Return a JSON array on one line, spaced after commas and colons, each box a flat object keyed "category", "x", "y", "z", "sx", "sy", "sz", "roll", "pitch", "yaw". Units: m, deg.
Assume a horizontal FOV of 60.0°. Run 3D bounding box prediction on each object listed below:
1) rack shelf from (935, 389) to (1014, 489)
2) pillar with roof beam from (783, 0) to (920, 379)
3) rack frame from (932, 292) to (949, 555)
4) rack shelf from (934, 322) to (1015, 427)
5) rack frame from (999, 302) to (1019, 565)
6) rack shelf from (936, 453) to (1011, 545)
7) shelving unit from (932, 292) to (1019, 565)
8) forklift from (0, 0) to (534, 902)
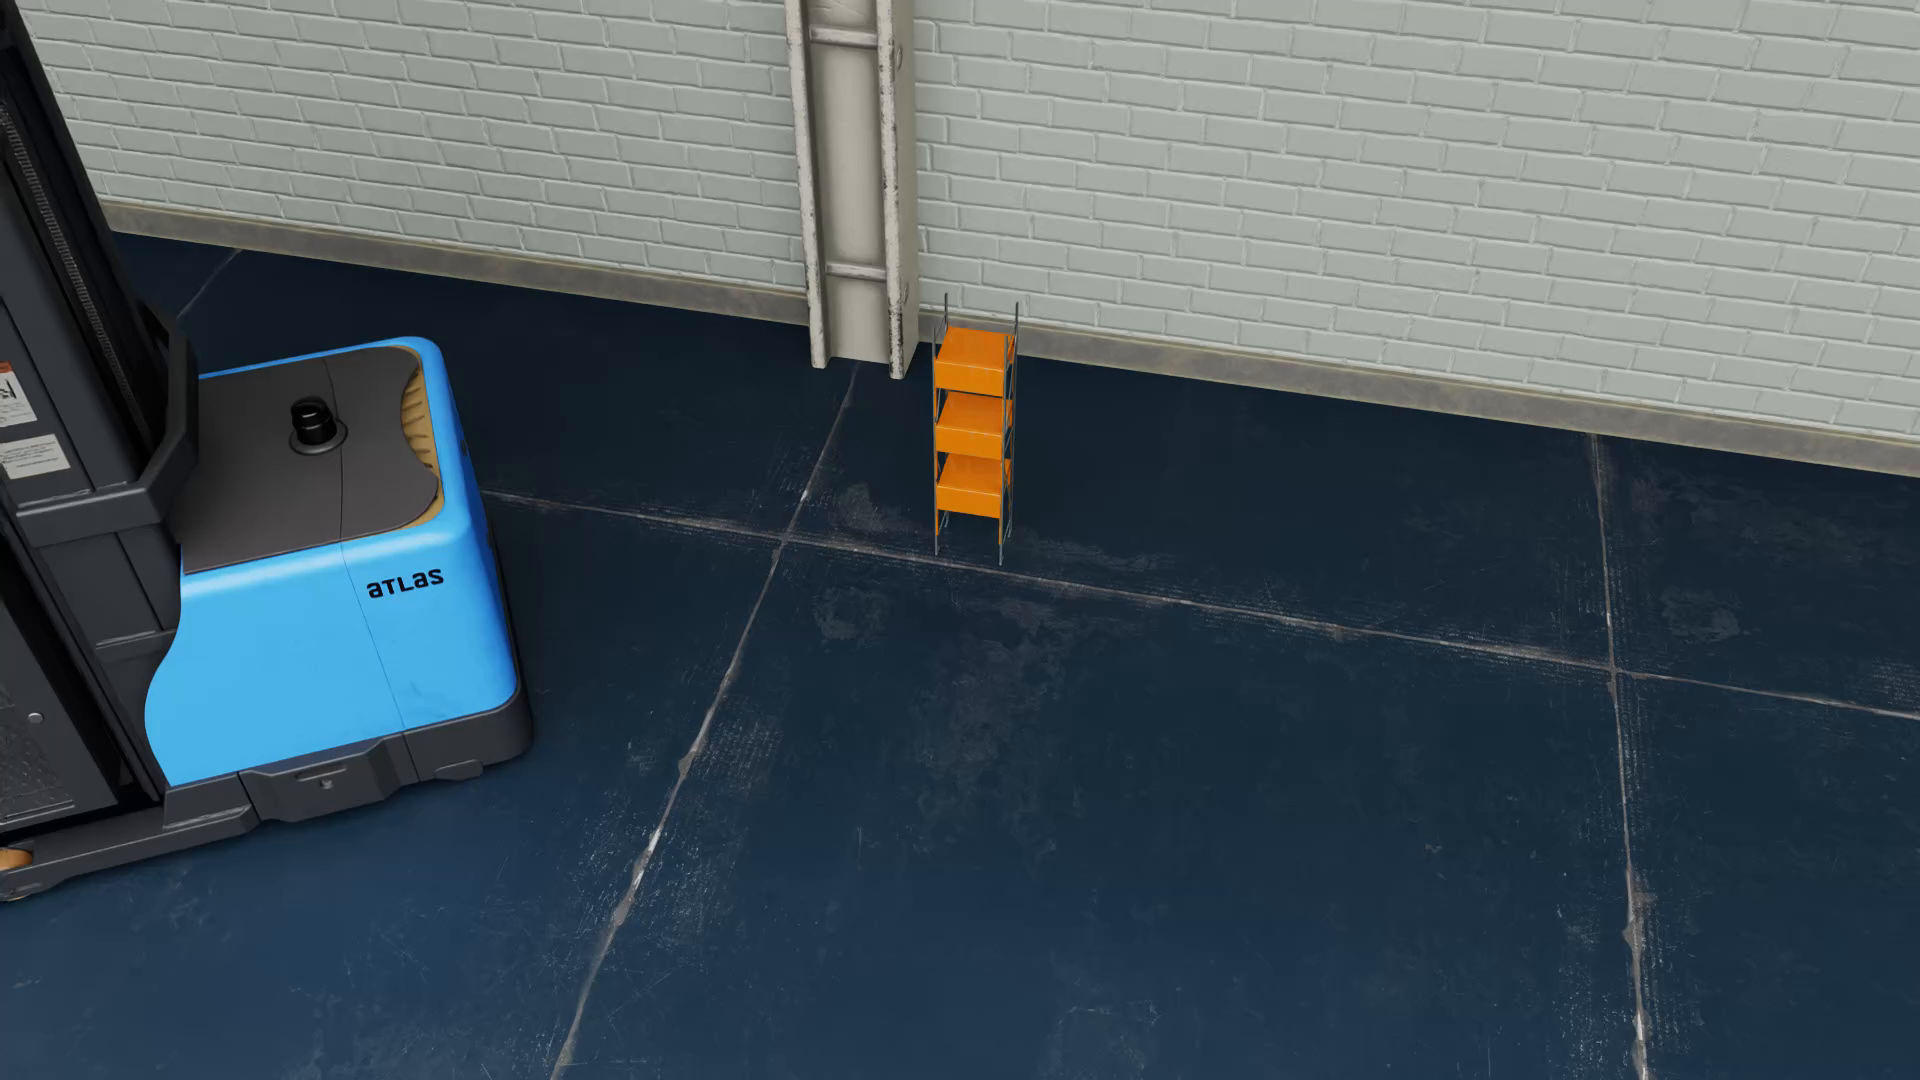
[{"category": "rack shelf", "x": 0.052, "y": -0.363, "z": 5.885, "sx": 0.240, "sy": 0.259, "sz": 0.215, "roll": 9, "pitch": 45, "yaw": 9}, {"category": "pillar with roof beam", "x": -1.338, "y": -1.133, "z": 0.938, "sx": 0.400, "sy": 9.000, "sz": 9.100, "roll": 9, "pitch": 45, "yaw": 9}, {"category": "rack frame", "x": -0.067, "y": -0.389, "z": 5.897, "sx": 0.008, "sy": 1.050, "sz": 0.200, "roll": 9, "pitch": 45, "yaw": 9}, {"category": "rack shelf", "x": 0.052, "y": -0.567, "z": 5.688, "sx": 0.240, "sy": 0.259, "sz": 0.215, "roll": 9, "pitch": 45, "yaw": 9}, {"category": "rack frame", "x": 0.171, "y": -0.352, "z": 5.858, "sx": 0.008, "sy": 1.050, "sz": 0.200, "roll": 9, "pitch": 45, "yaw": 9}, {"category": "rack shelf", "x": 0.052, "y": -0.162, "z": 6.078, "sx": 0.240, "sy": 0.259, "sz": 0.215, "roll": 9, "pitch": 45, "yaw": 9}, {"category": "shelving unit", "x": 0.052, "y": -0.370, "z": 5.877, "sx": 0.252, "sy": 1.050, "sz": 0.215, "roll": 9, "pitch": 45, "yaw": 9}, {"category": "forklift", "x": -2.977, "y": -0.322, "z": 4.471, "sx": 3.031, "sy": 2.935, "sz": 1.130, "roll": -13, "pitch": 45, "yaw": -13}]
